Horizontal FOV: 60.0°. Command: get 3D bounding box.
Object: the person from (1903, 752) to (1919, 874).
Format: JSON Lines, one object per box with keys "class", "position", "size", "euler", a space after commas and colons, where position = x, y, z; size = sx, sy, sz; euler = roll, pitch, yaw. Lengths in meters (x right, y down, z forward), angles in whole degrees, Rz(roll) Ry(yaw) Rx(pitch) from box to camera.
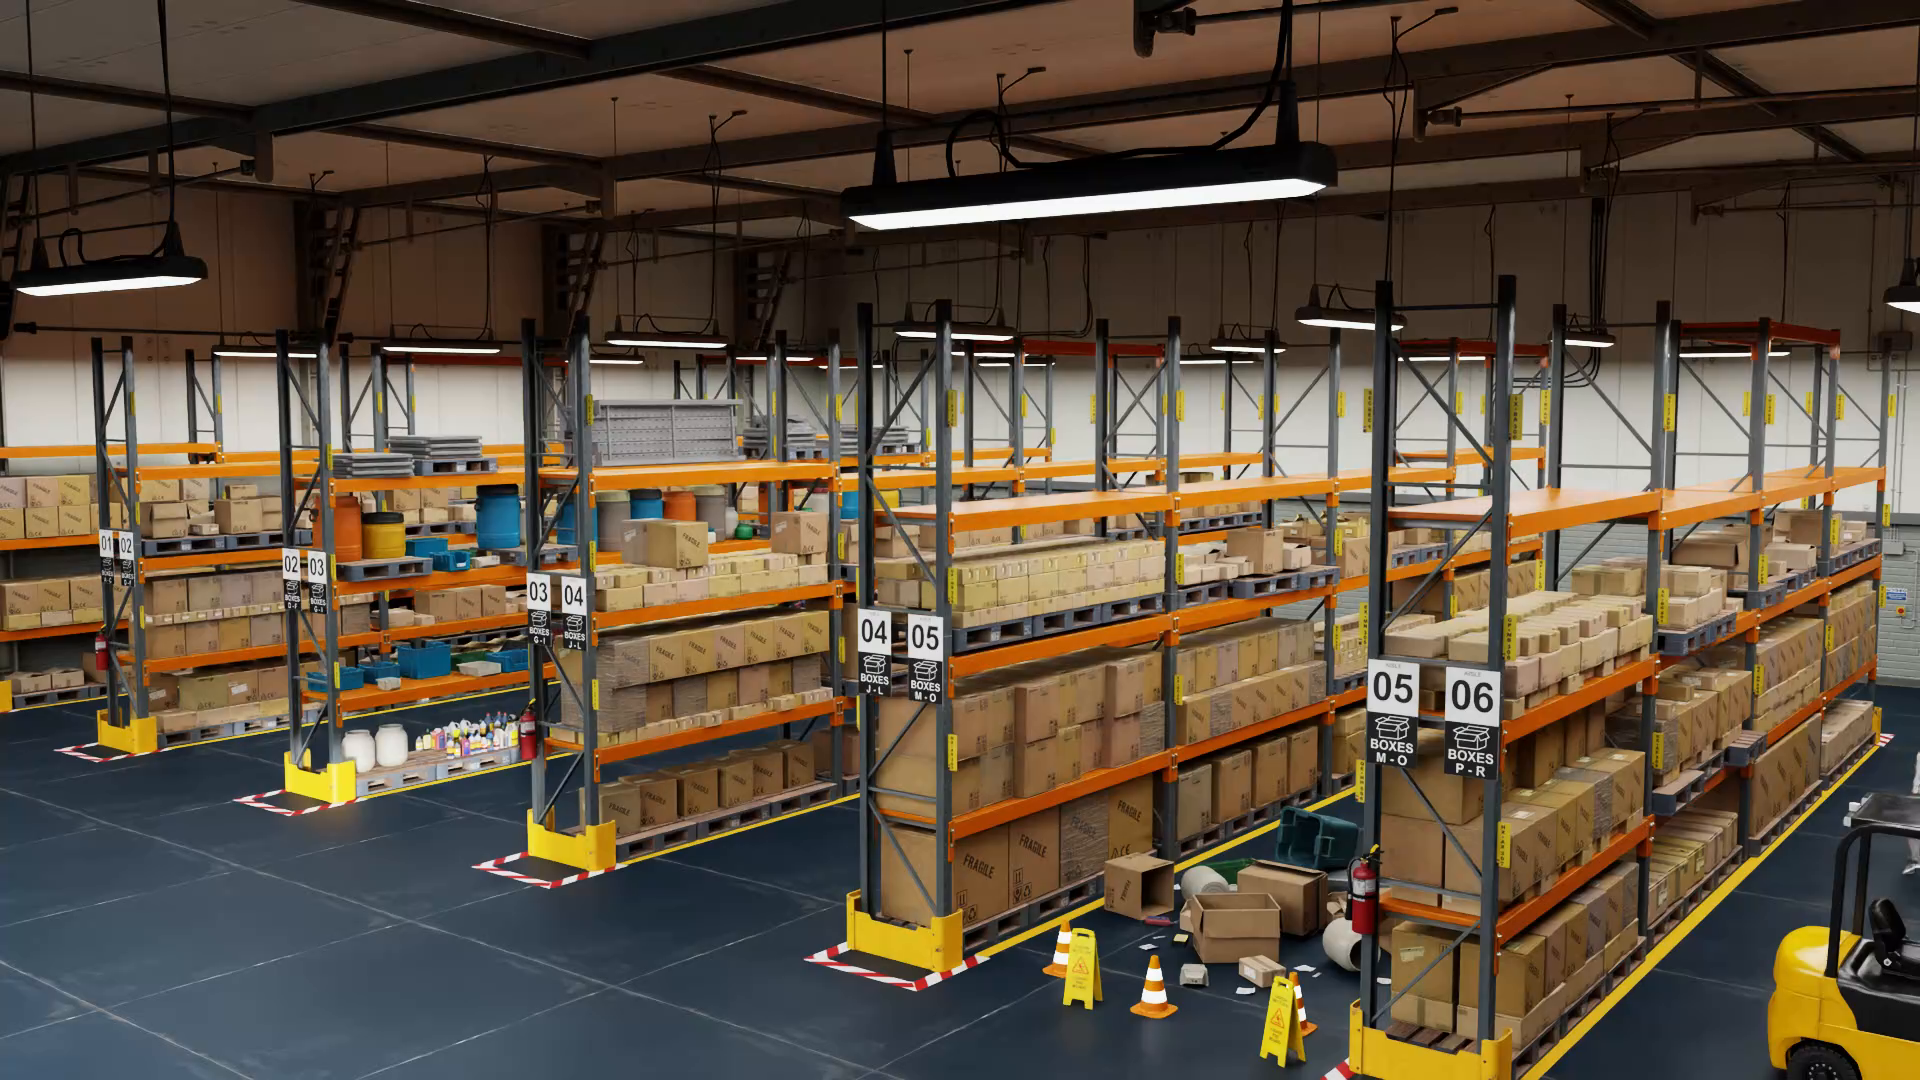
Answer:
{"class": "person", "position": [10.371, 2.827, 17.787], "size": [0.416, 1.615, 0.415], "euler": [2, 5, 17]}
